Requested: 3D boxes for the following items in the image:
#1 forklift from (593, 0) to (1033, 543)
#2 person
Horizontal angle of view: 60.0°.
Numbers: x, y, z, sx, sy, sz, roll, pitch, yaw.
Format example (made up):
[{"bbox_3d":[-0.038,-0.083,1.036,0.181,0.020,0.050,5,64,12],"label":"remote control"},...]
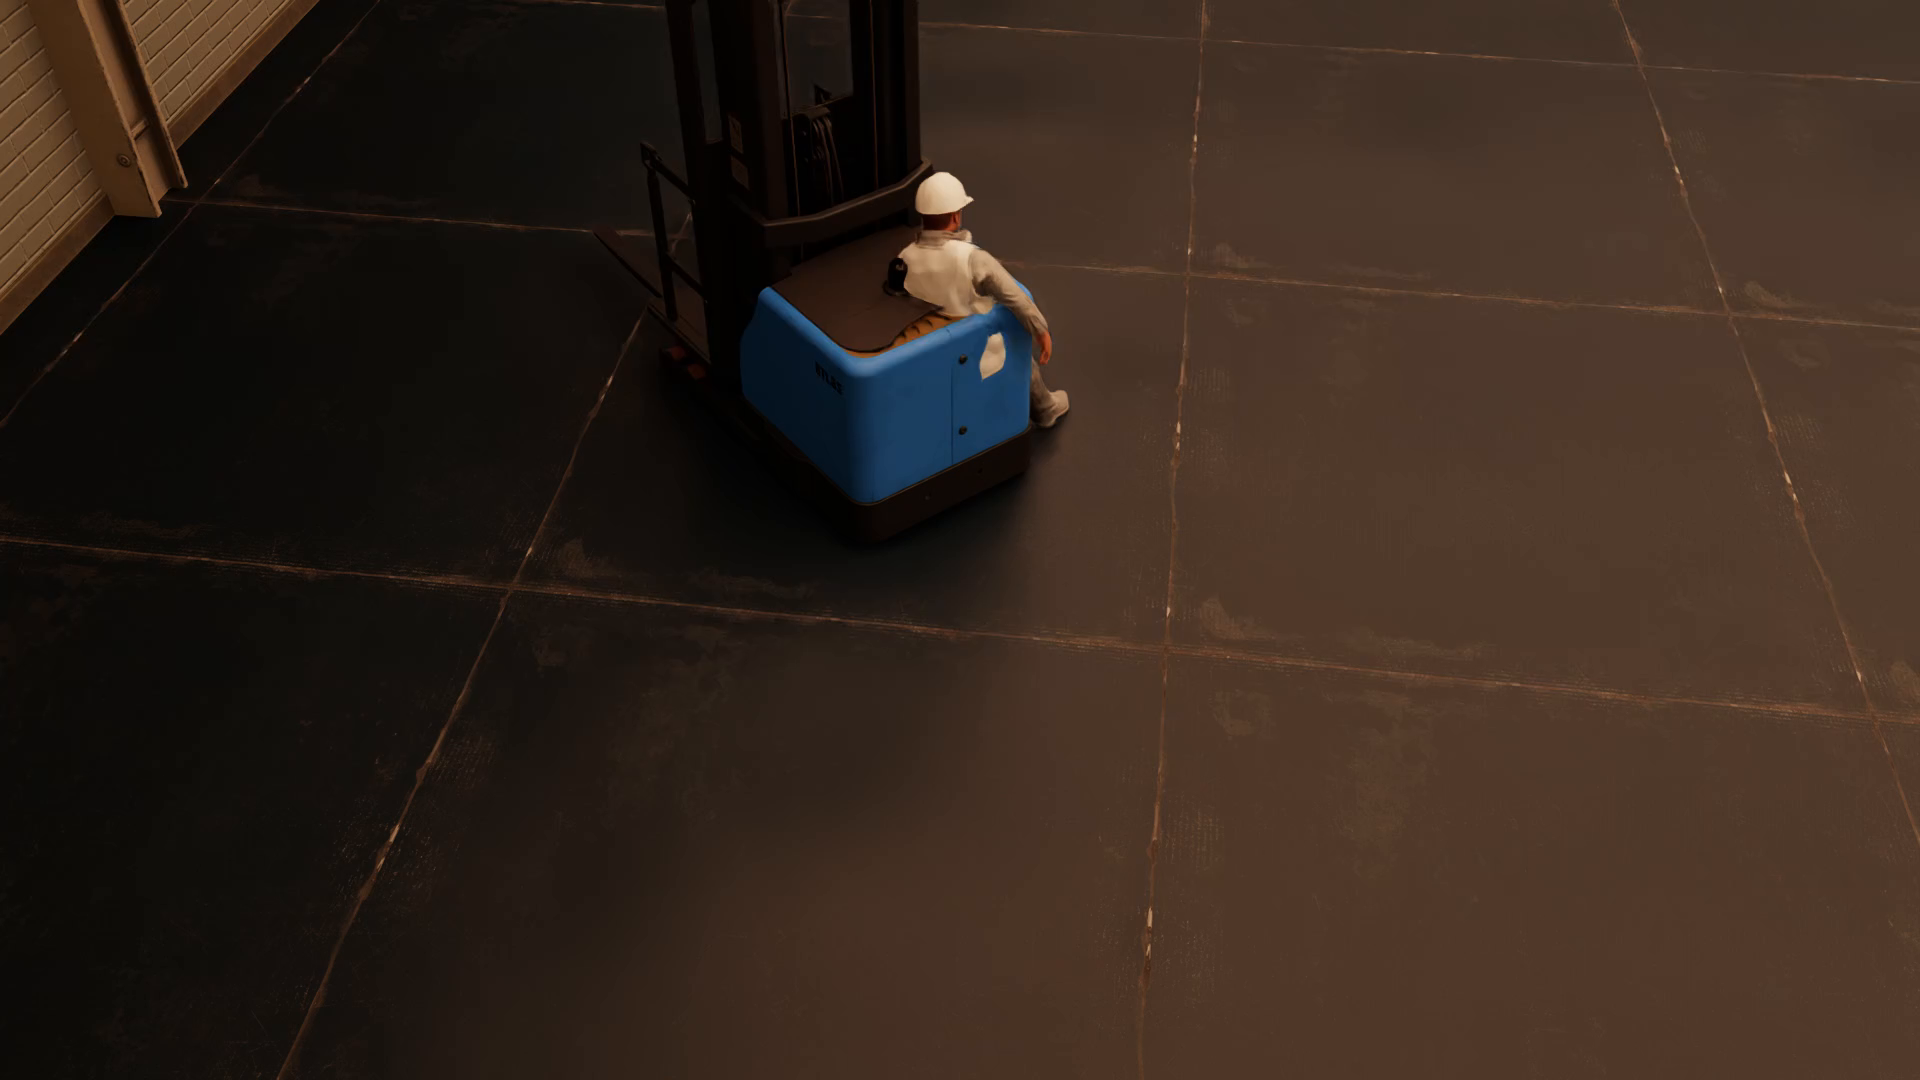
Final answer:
[{"bbox_3d":[-0.932,-2.015,7.918,1.130,2.935,3.031,-27,49,-26],"label":"forklift"},{"bbox_3d":[0.091,-1.107,7.886,0.866,1.565,0.930,17,45,17],"label":"person"}]
